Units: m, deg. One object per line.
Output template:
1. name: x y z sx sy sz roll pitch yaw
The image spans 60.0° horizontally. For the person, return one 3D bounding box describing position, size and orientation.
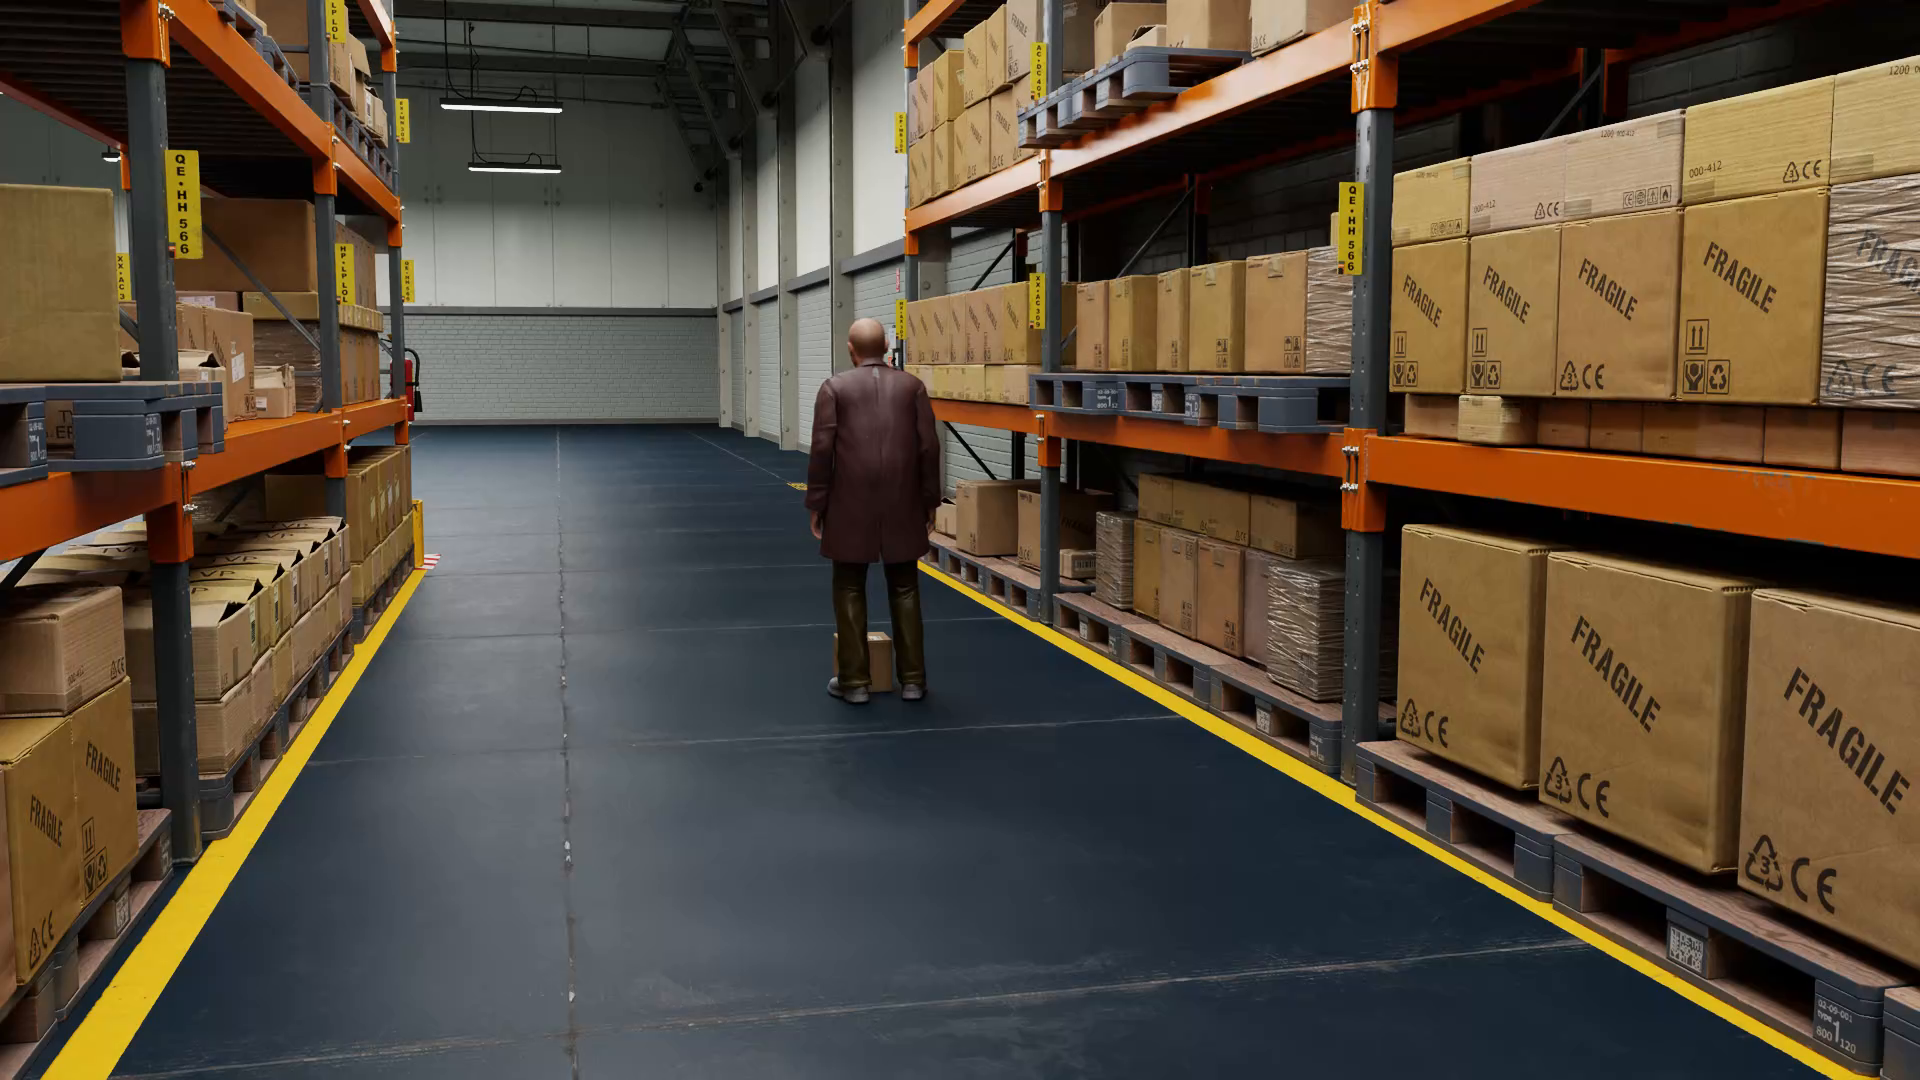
1. person: -0.400 -0.142 7.739 0.644 1.774 0.427 -1 6 -13
